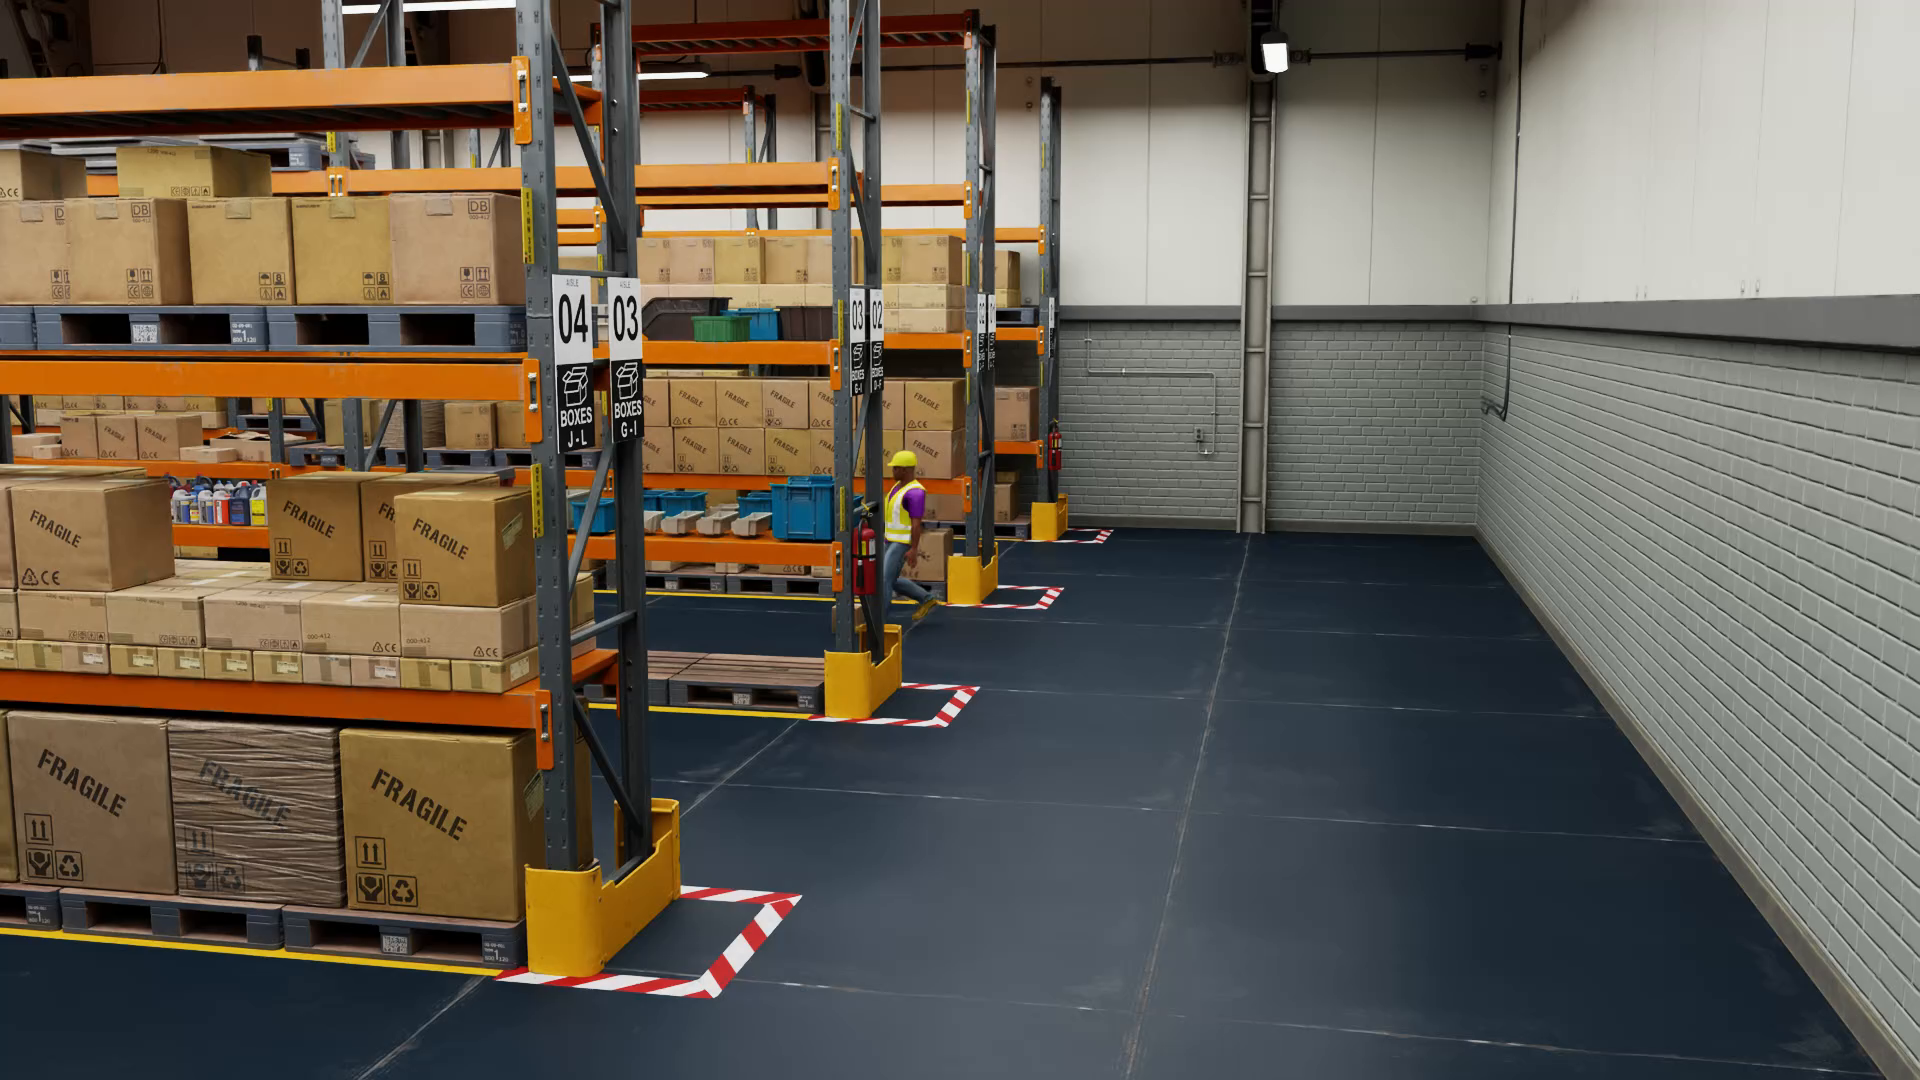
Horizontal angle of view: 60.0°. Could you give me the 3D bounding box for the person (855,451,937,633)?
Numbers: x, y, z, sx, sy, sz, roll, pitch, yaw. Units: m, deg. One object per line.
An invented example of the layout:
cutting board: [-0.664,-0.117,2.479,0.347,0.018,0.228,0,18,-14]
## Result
person: [-0.603,0.018,15.726,0.916,1.730,0.593,-3,8,-20]
